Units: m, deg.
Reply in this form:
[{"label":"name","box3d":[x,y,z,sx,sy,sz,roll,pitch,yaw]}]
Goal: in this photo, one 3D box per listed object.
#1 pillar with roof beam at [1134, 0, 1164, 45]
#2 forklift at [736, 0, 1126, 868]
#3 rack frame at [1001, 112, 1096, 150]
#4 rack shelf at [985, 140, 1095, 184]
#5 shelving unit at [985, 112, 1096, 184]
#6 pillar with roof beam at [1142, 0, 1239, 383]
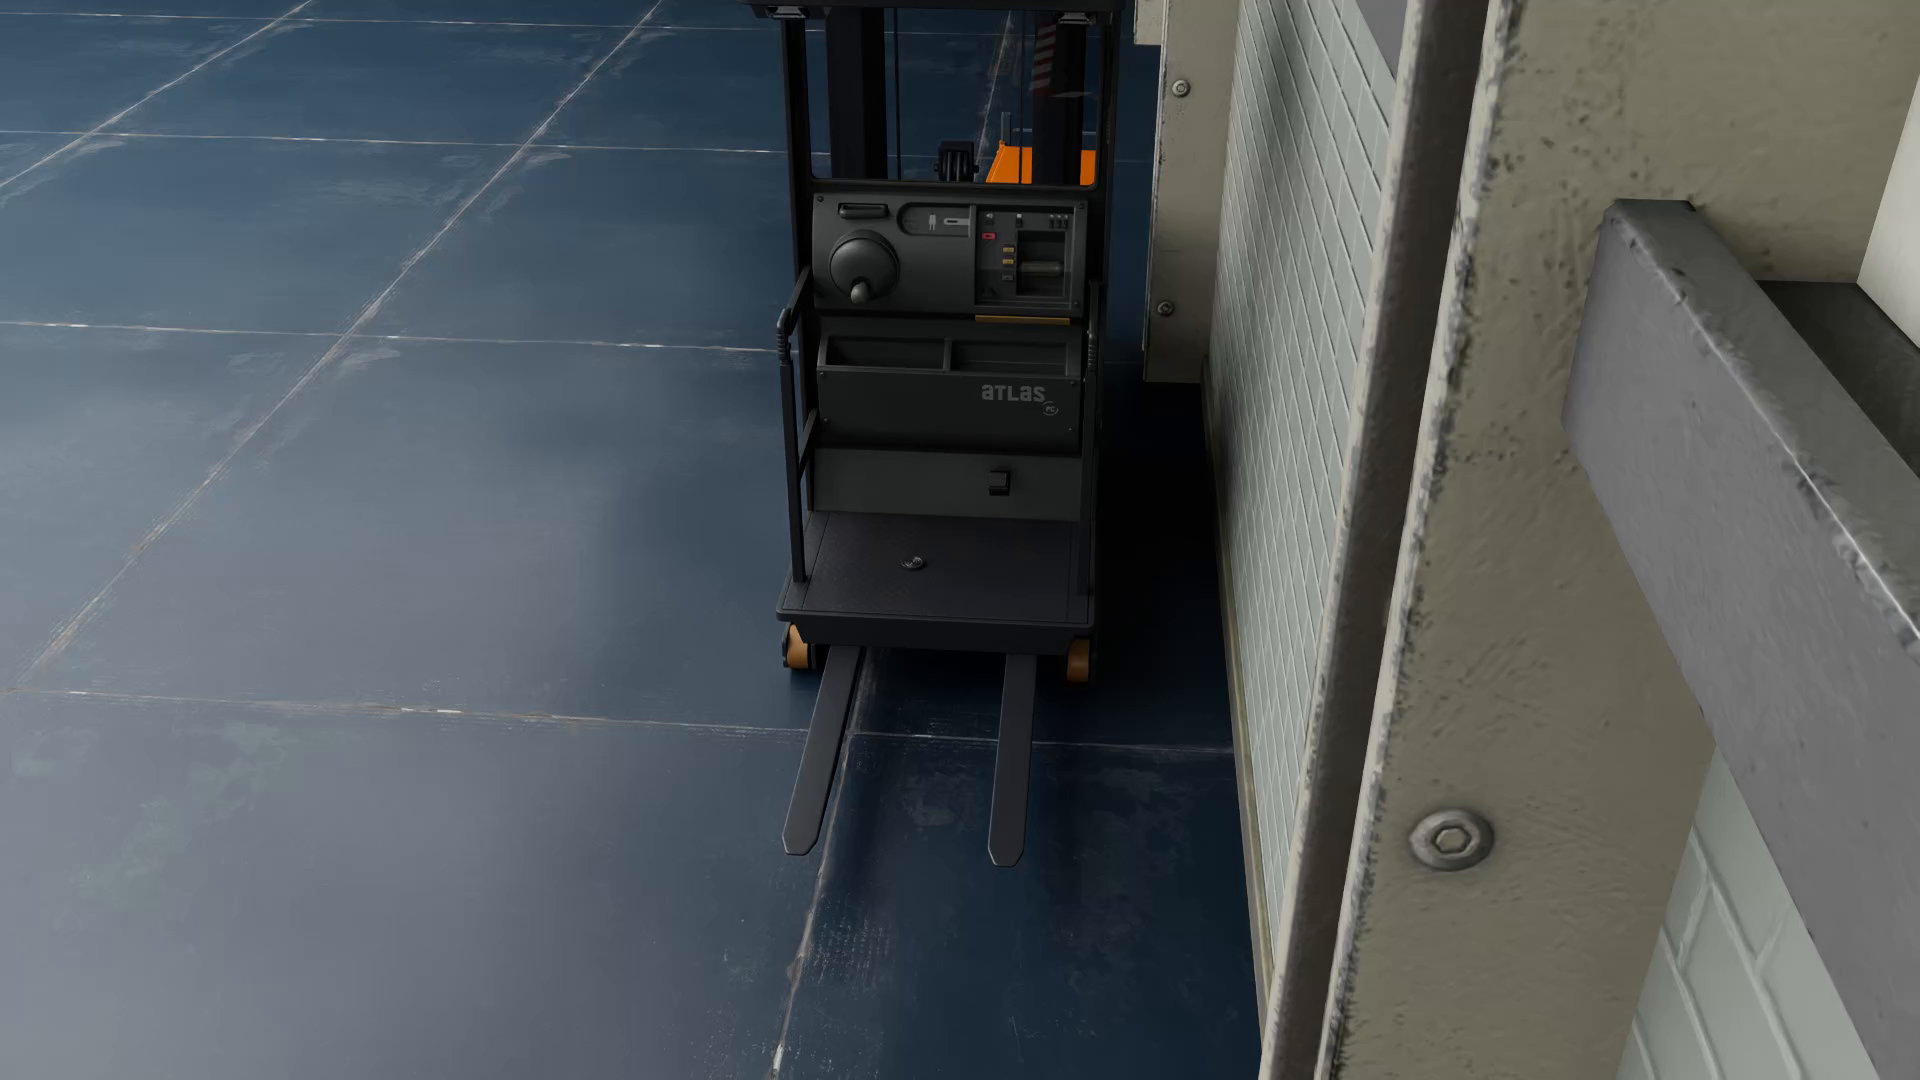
[{"label":"pillar with roof beam","box3d":[-2.751,-8.012,11.174,9.100,9.000,0.400,2,32,4]},{"label":"forklift","box3d":[-0.051,-0.922,5.453,1.130,2.935,3.031,2,32,4]},{"label":"rack frame","box3d":[0.447,-1.531,8.162,0.500,1.125,0.032,5,32,8]},{"label":"rack shelf","box3d":[0.366,-1.517,7.581,0.538,0.278,1.000,5,32,8]},{"label":"shelving unit","box3d":[0.366,-1.268,7.735,0.538,1.125,1.048,5,32,8]},{"label":"pillar with roof beam","box3d":[-3.240,-4.875,6.083,9.100,9.000,0.400,2,32,4]}]
